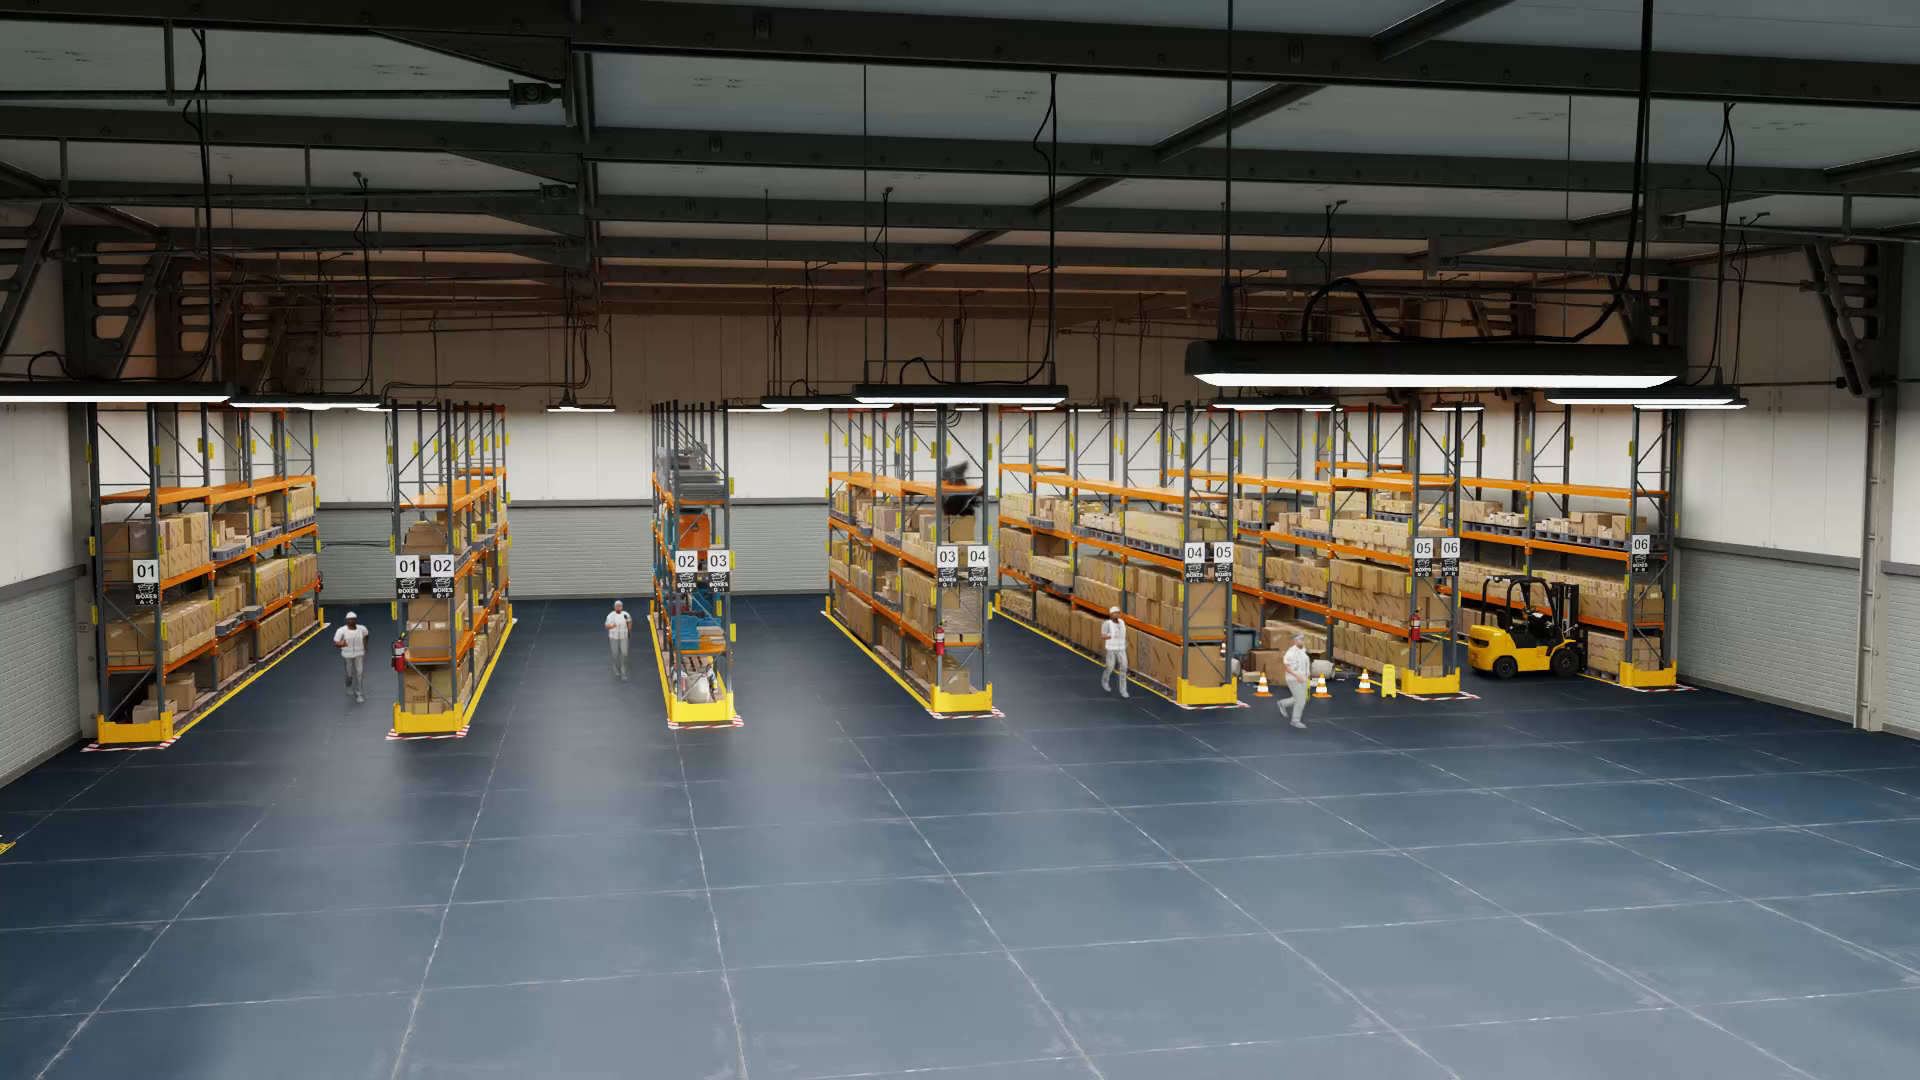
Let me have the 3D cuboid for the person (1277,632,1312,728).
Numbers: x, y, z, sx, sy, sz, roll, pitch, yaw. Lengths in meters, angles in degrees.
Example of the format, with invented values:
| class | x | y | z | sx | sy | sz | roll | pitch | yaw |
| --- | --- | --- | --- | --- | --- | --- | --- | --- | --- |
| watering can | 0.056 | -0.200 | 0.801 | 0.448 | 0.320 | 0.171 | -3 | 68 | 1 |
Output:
| class | x | y | z | sx | sy | sz | roll | pitch | yaw |
| --- | --- | --- | --- | --- | --- | --- | --- | --- | --- |
| person | 6.135 | 2.549 | 30.649 | 0.667 | 1.771 | 0.669 | 4 | 6 | 41 |

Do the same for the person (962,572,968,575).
| class | x | y | z | sx | sy | sz | roll | pitch | yaw |
| --- | --- | --- | --- | --- | --- | --- | --- | --- | --- |
| person | -0.061 | 1.162 | 48.816 | 0.760 | 1.775 | 0.915 | 3 | 5 | 35 |

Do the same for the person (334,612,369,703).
| class | x | y | z | sx | sy | sz | roll | pitch | yaw |
| --- | --- | --- | --- | --- | --- | --- | --- | --- | --- |
| person | -12.105 | 2.317 | 33.136 | 0.695 | 1.770 | 0.962 | -2 | 5 | -28 |

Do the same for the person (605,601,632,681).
| class | x | y | z | sx | sy | sz | roll | pitch | yaw |
| --- | --- | --- | --- | --- | --- | --- | --- | --- | --- |
| person | -7.402 | 2.171 | 36.099 | 0.590 | 1.721 | 0.726 | -1 | 4 | -13 |

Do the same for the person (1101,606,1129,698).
| class | x | y | z | sx | sy | sz | roll | pitch | yaw |
| --- | --- | --- | --- | --- | --- | --- | --- | --- | --- |
| person | 3.165 | 2.258 | 33.888 | 0.660 | 1.820 | 0.828 | -2 | 5 | -23 |
